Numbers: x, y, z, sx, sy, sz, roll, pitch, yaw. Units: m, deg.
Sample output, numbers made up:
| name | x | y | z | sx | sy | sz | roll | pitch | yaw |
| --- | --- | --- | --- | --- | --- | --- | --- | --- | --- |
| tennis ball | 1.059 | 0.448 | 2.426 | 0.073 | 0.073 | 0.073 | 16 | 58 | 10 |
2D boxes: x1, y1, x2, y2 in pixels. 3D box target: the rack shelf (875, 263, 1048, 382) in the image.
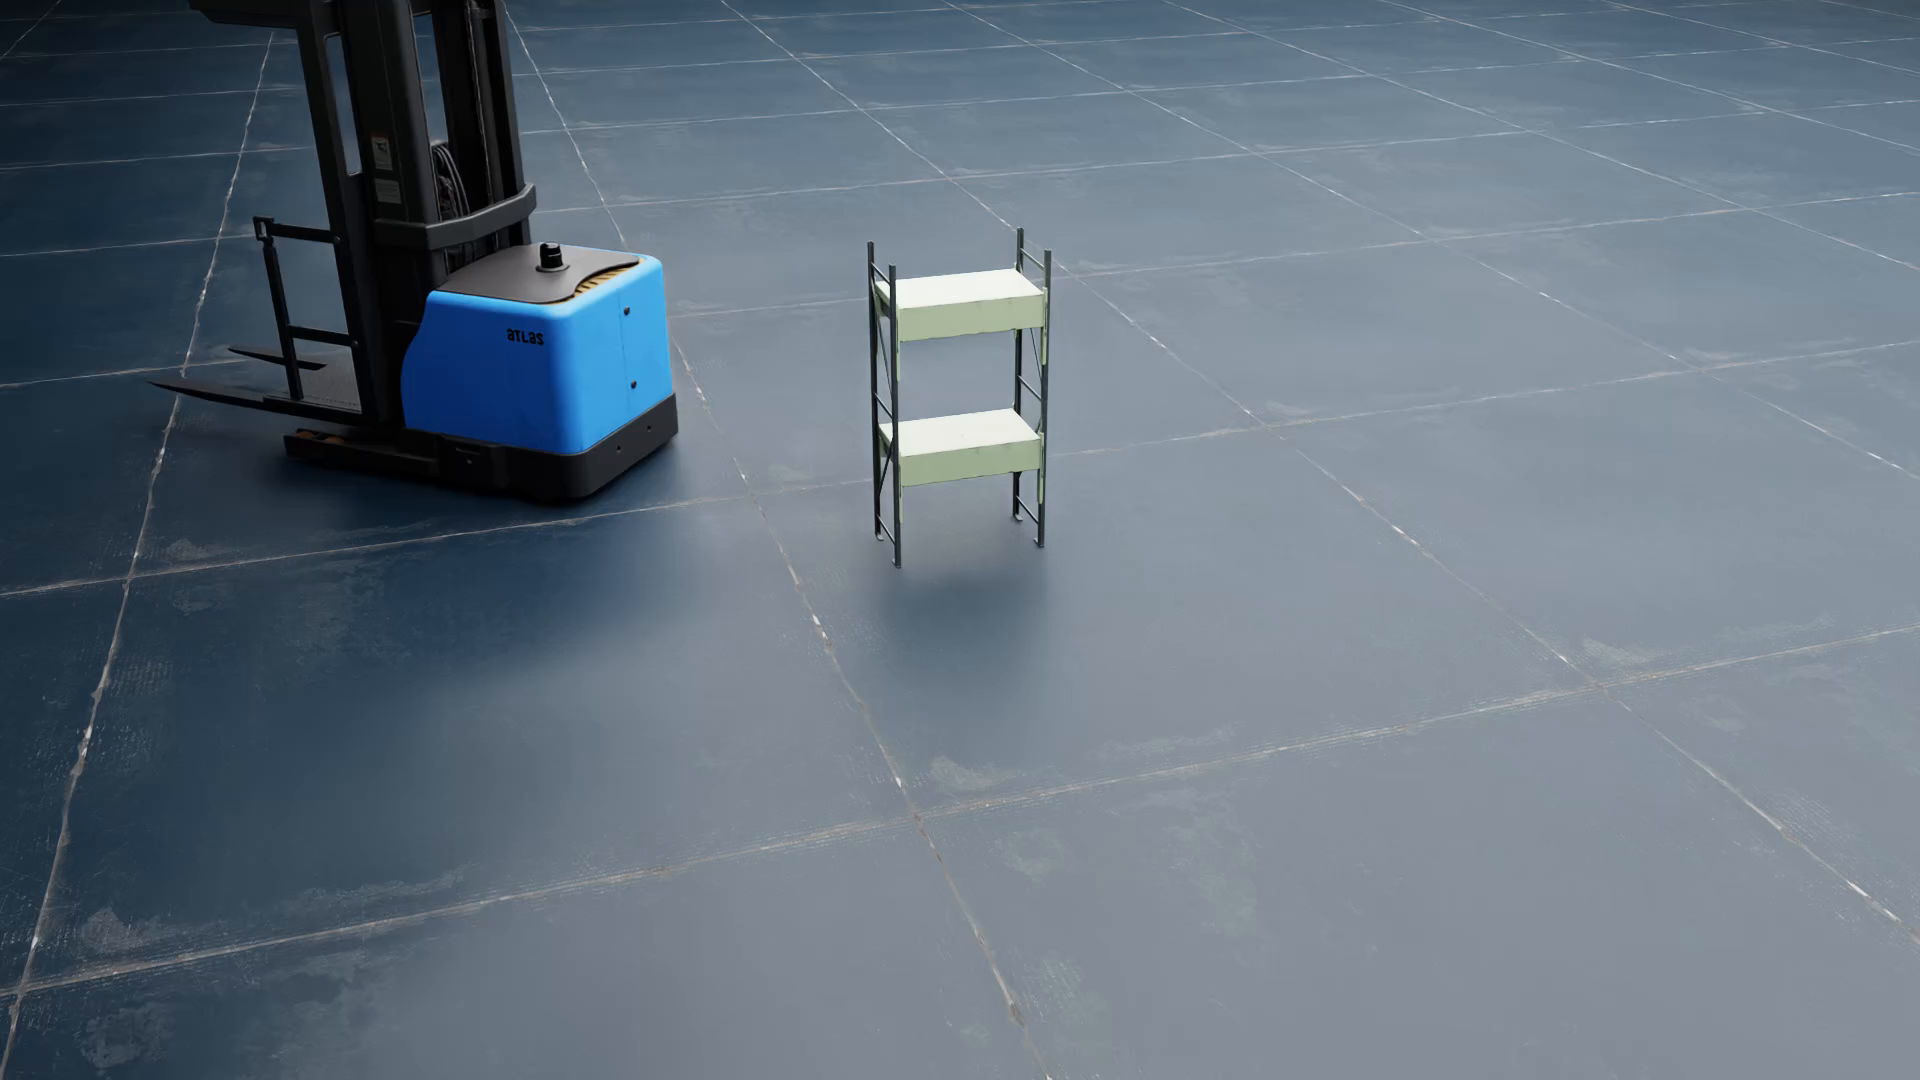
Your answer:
| name | x | y | z | sx | sy | sz | roll | pitch | yaw |
| --- | --- | --- | --- | --- | --- | --- | --- | --- | --- |
| rack shelf | -0.006 | -1.020 | 7.741 | 0.720 | 0.370 | 0.431 | -8 | 28 | -16 |

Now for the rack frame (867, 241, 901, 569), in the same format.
| name | x | y | z | sx | sy | sz | roll | pitch | yaw |
| --- | --- | --- | --- | --- | --- | --- | --- | --- | --- |
| rack frame | -0.354 | -0.620 | 7.813 | 0.023 | 1.500 | 0.400 | -8 | 28 | -16 |

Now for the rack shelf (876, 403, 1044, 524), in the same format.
| name | x | y | z | sx | sy | sz | roll | pitch | yaw |
| --- | --- | --- | --- | --- | --- | --- | --- | --- | --- |
| rack shelf | -0.006 | -0.379 | 8.060 | 0.720 | 0.370 | 0.431 | -8 | 28 | -16 |

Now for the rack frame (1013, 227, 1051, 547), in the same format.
| name | x | y | z | sx | sy | sz | roll | pitch | yaw |
| --- | --- | --- | --- | --- | --- | --- | --- | --- | --- |
| rack frame | 0.342 | -0.721 | 8.016 | 0.023 | 1.500 | 0.400 | -8 | 28 | -16 |

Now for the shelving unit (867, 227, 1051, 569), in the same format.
| name | x | y | z | sx | sy | sz | roll | pitch | yaw |
| --- | --- | --- | --- | --- | --- | --- | --- | --- | --- |
| shelving unit | -0.006 | -0.671 | 7.915 | 0.755 | 1.500 | 0.431 | -8 | 28 | -16 |

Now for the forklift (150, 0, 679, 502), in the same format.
| name | x | y | z | sx | sy | sz | roll | pitch | yaw |
| --- | --- | --- | --- | --- | --- | --- | --- | --- | --- |
| forklift | -3.145 | -1.913 | 8.807 | 3.031 | 2.935 | 1.130 | 10 | 28 | 19 |
